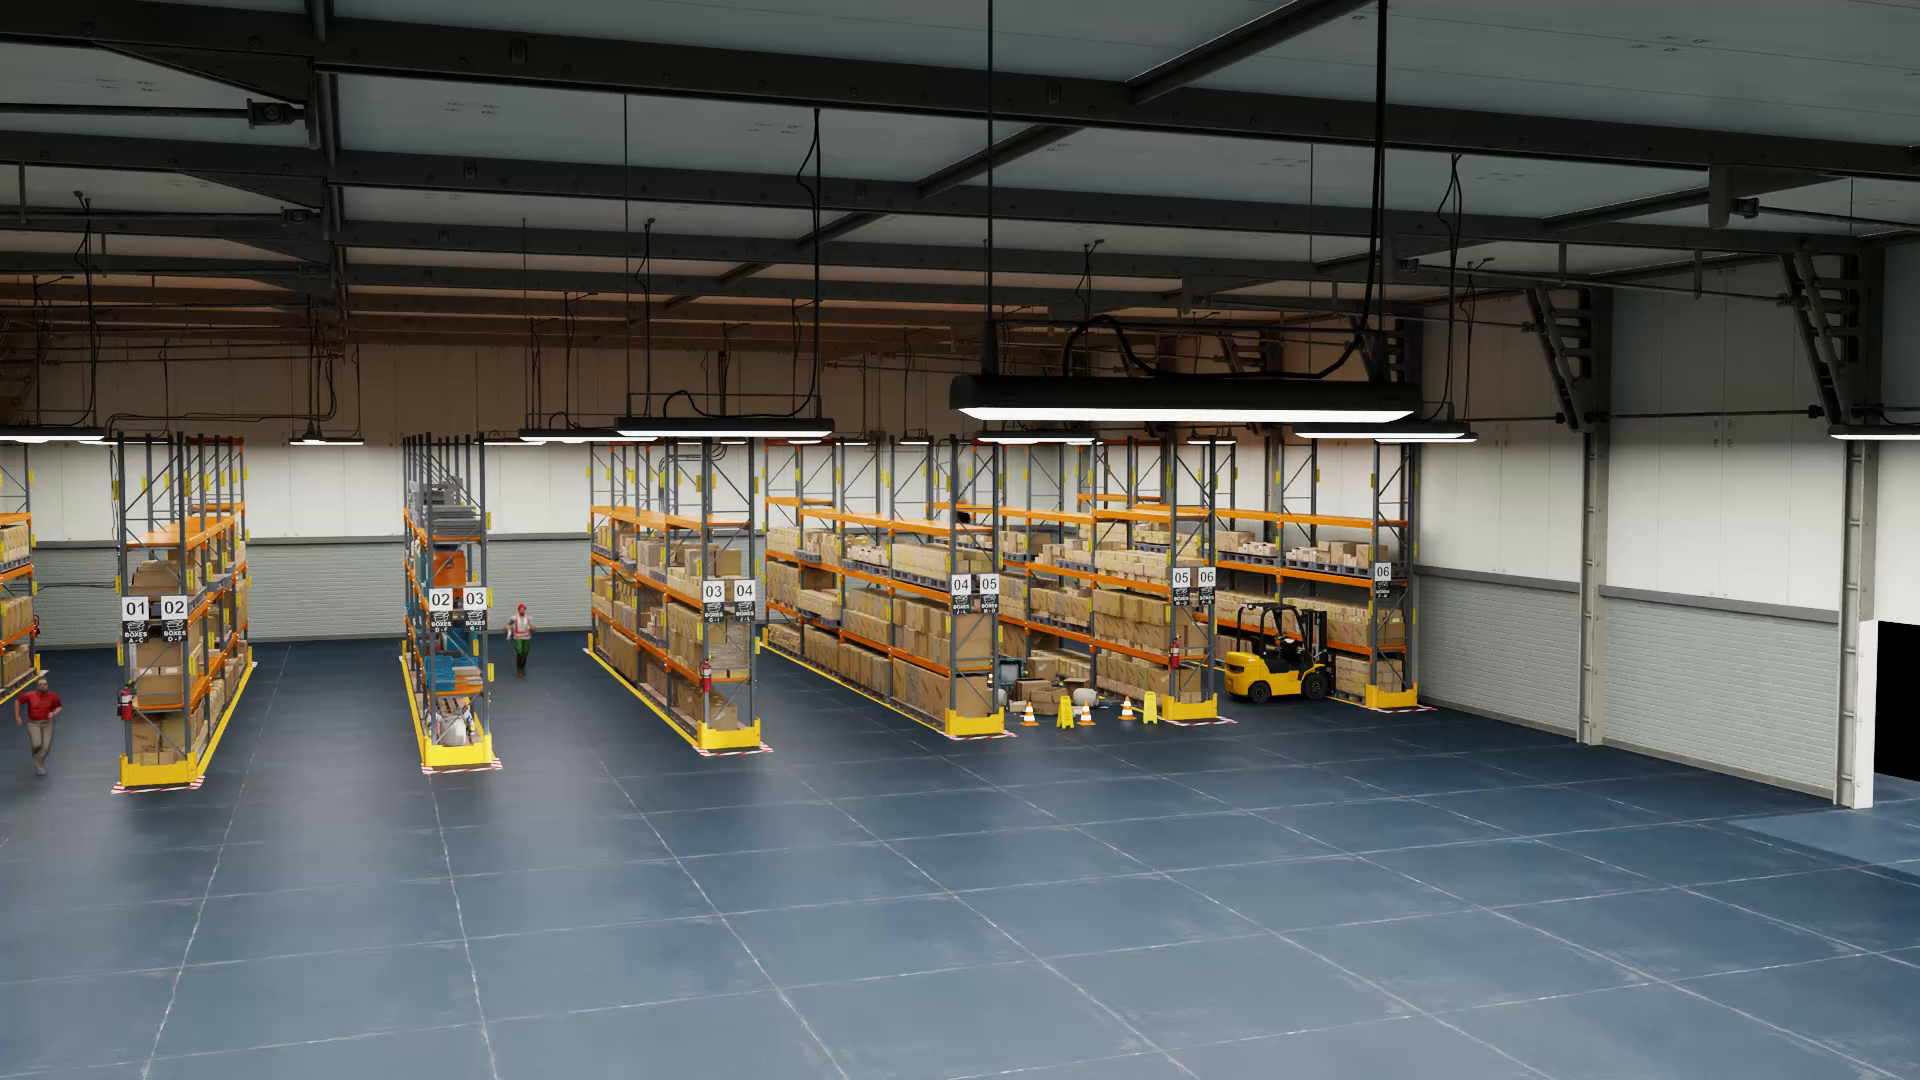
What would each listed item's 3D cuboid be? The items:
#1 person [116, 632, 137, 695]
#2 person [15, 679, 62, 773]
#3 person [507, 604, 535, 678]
[{"bbox_3d":[-19.154,2.703,38.427,0.588,1.831,0.835,-1,3,-22],"label":"person"},{"bbox_3d":[-16.136,3.272,29.170,0.706,1.678,0.657,-3,4,-38],"label":"person"},{"bbox_3d":[-10.981,2.519,41.671,0.647,1.839,0.769,-2,4,-30],"label":"person"}]
